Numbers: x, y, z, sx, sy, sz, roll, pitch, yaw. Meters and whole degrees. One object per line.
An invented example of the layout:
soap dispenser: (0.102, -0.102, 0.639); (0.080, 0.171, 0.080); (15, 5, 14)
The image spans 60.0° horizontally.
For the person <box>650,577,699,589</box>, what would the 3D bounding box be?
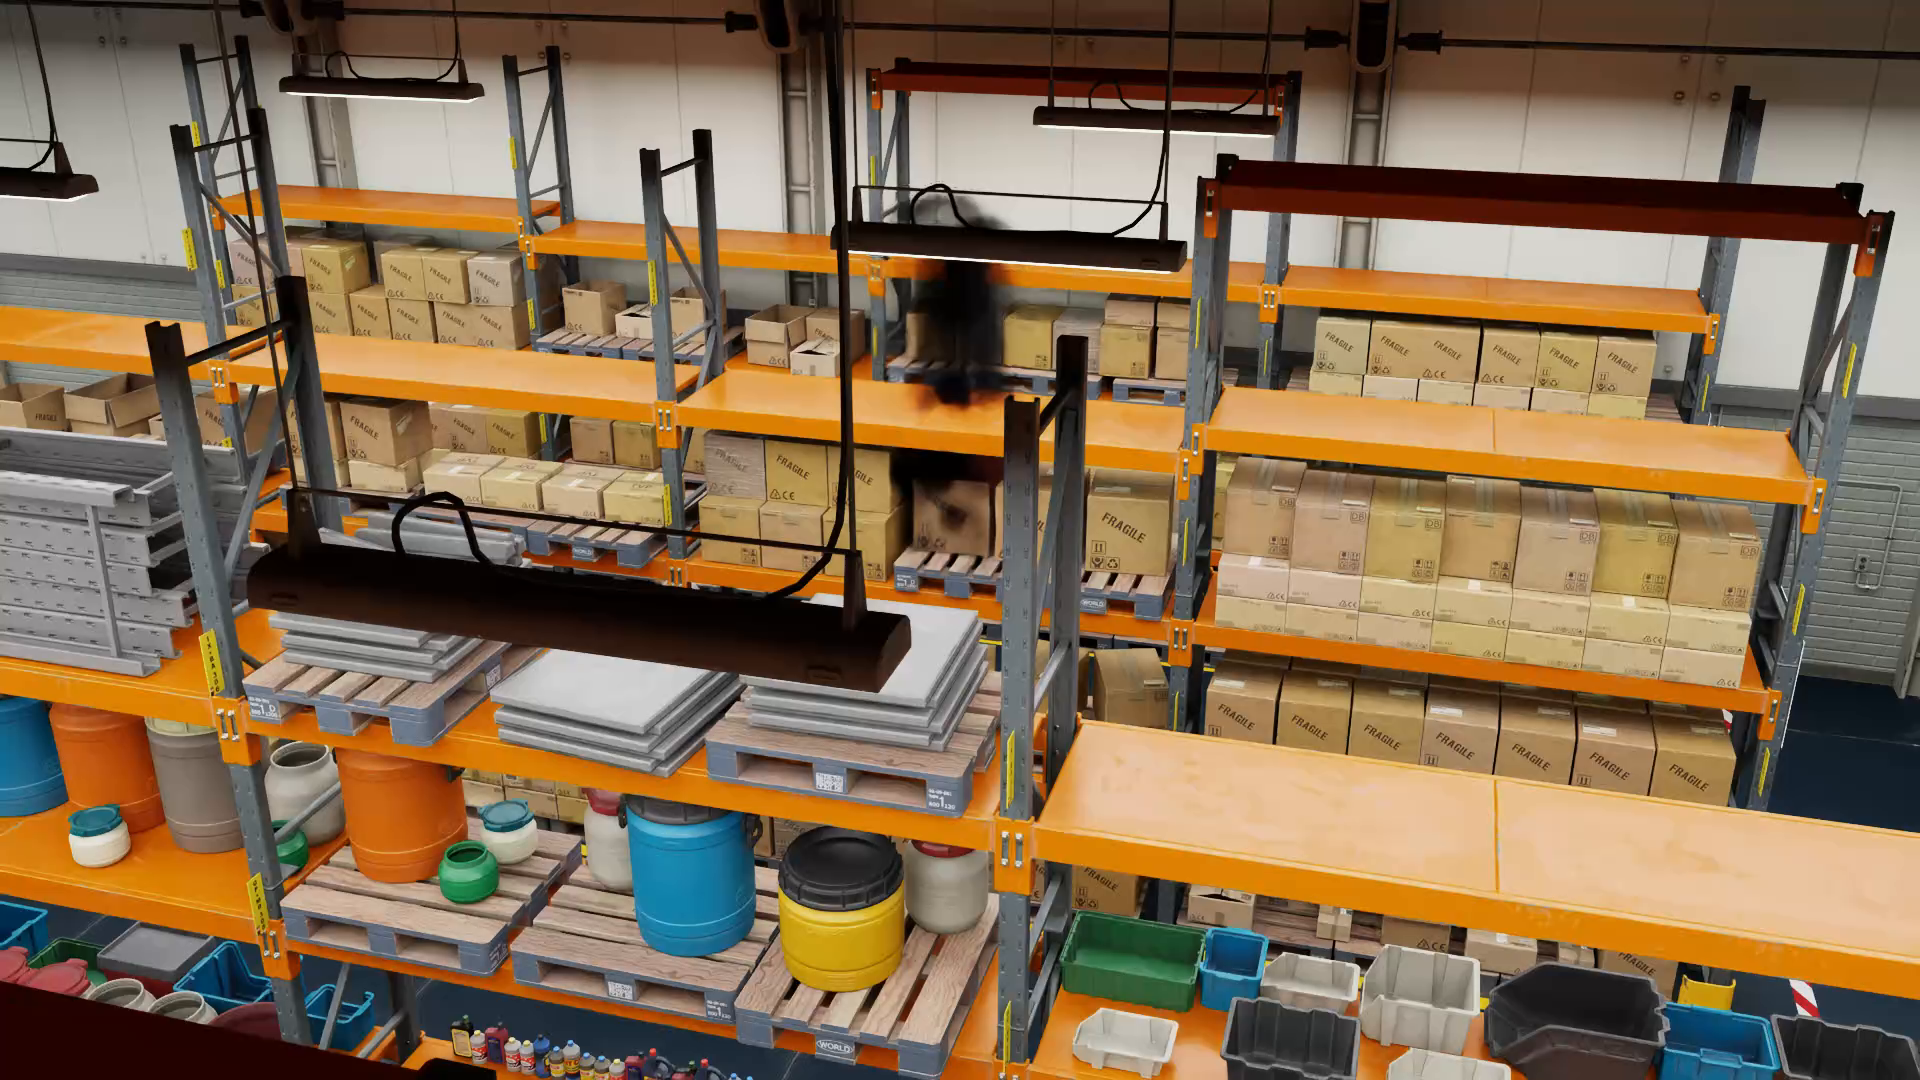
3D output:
person: (-2.818, 0.967, 16.216); (0.672, 1.731, 0.702); (4, 23, 10)
